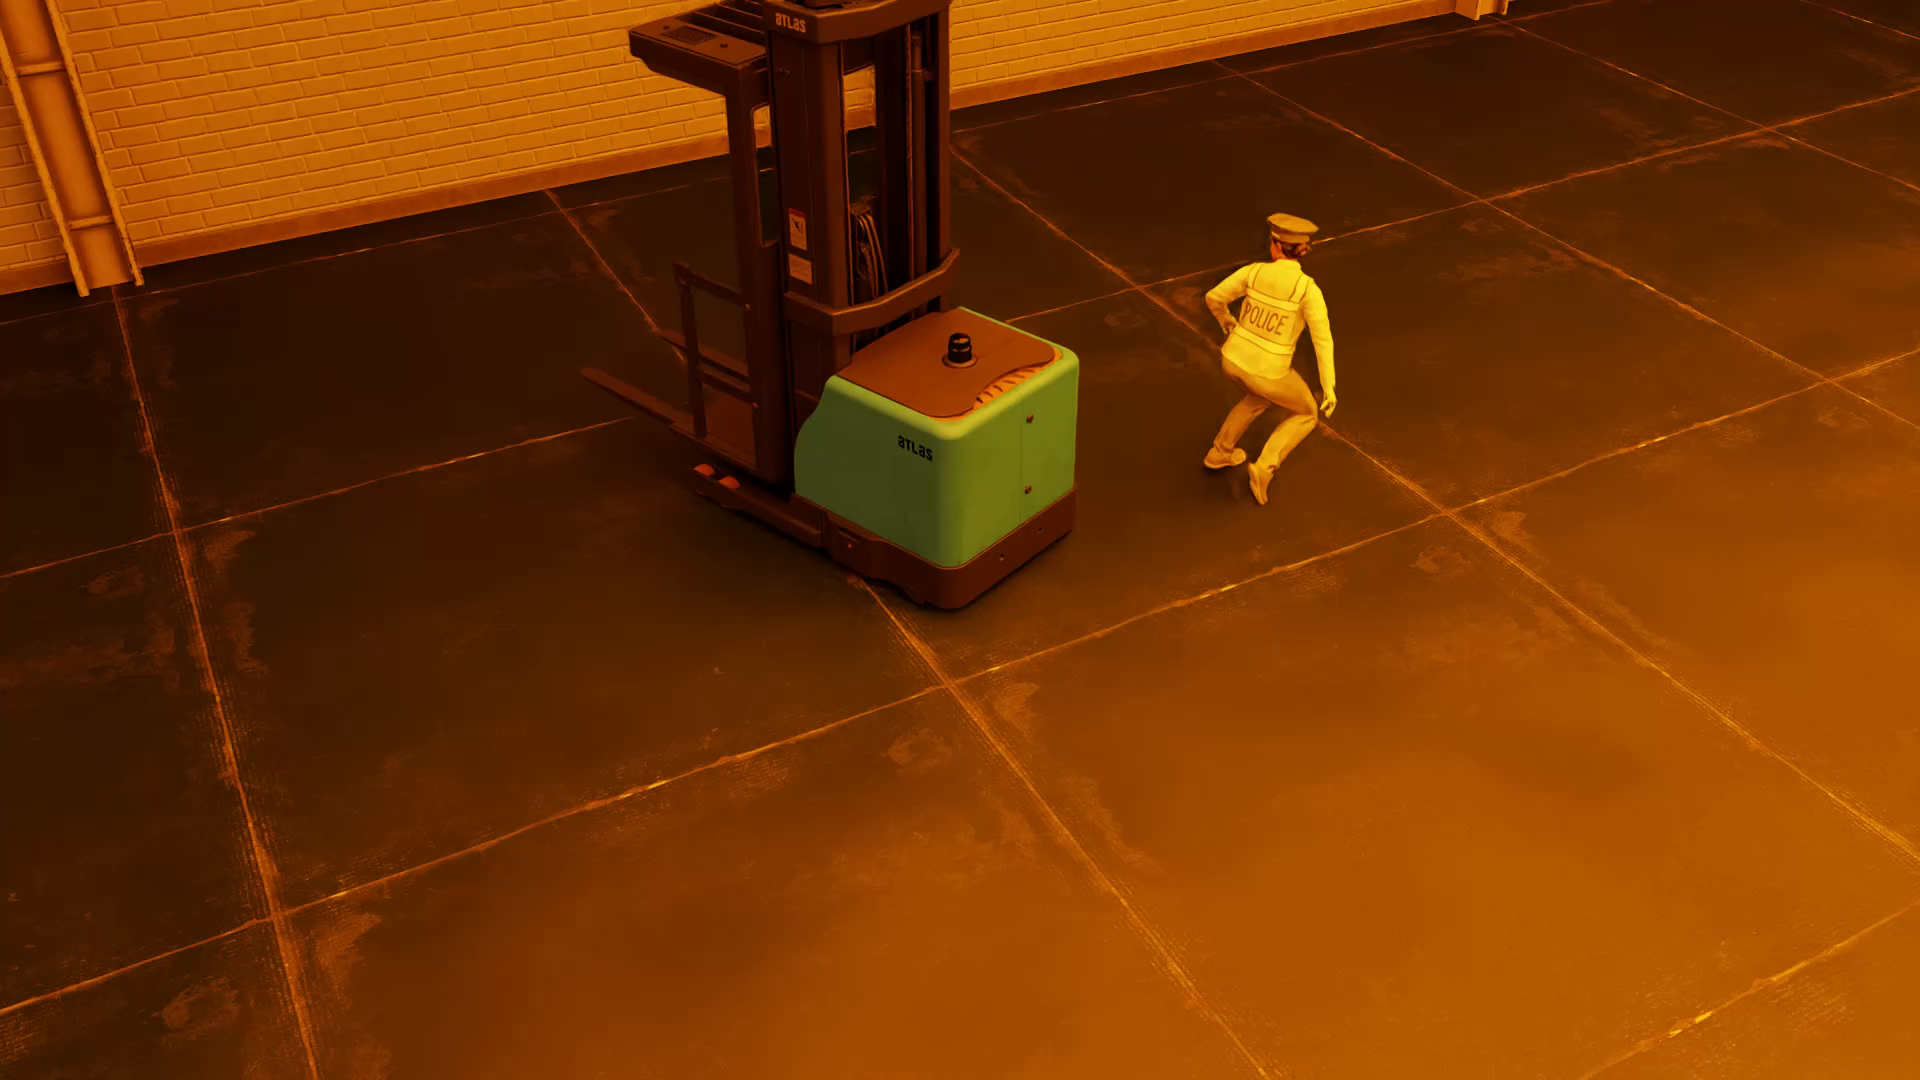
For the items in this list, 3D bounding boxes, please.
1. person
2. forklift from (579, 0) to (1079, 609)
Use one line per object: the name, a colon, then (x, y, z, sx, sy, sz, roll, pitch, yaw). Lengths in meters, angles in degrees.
person: (1.645, -0.926, 8.723, 0.523, 1.509, 0.893, -29, 44, -34)
forklift: (-0.850, -1.575, 8.352, 3.031, 2.935, 1.130, 26, 43, 32)
